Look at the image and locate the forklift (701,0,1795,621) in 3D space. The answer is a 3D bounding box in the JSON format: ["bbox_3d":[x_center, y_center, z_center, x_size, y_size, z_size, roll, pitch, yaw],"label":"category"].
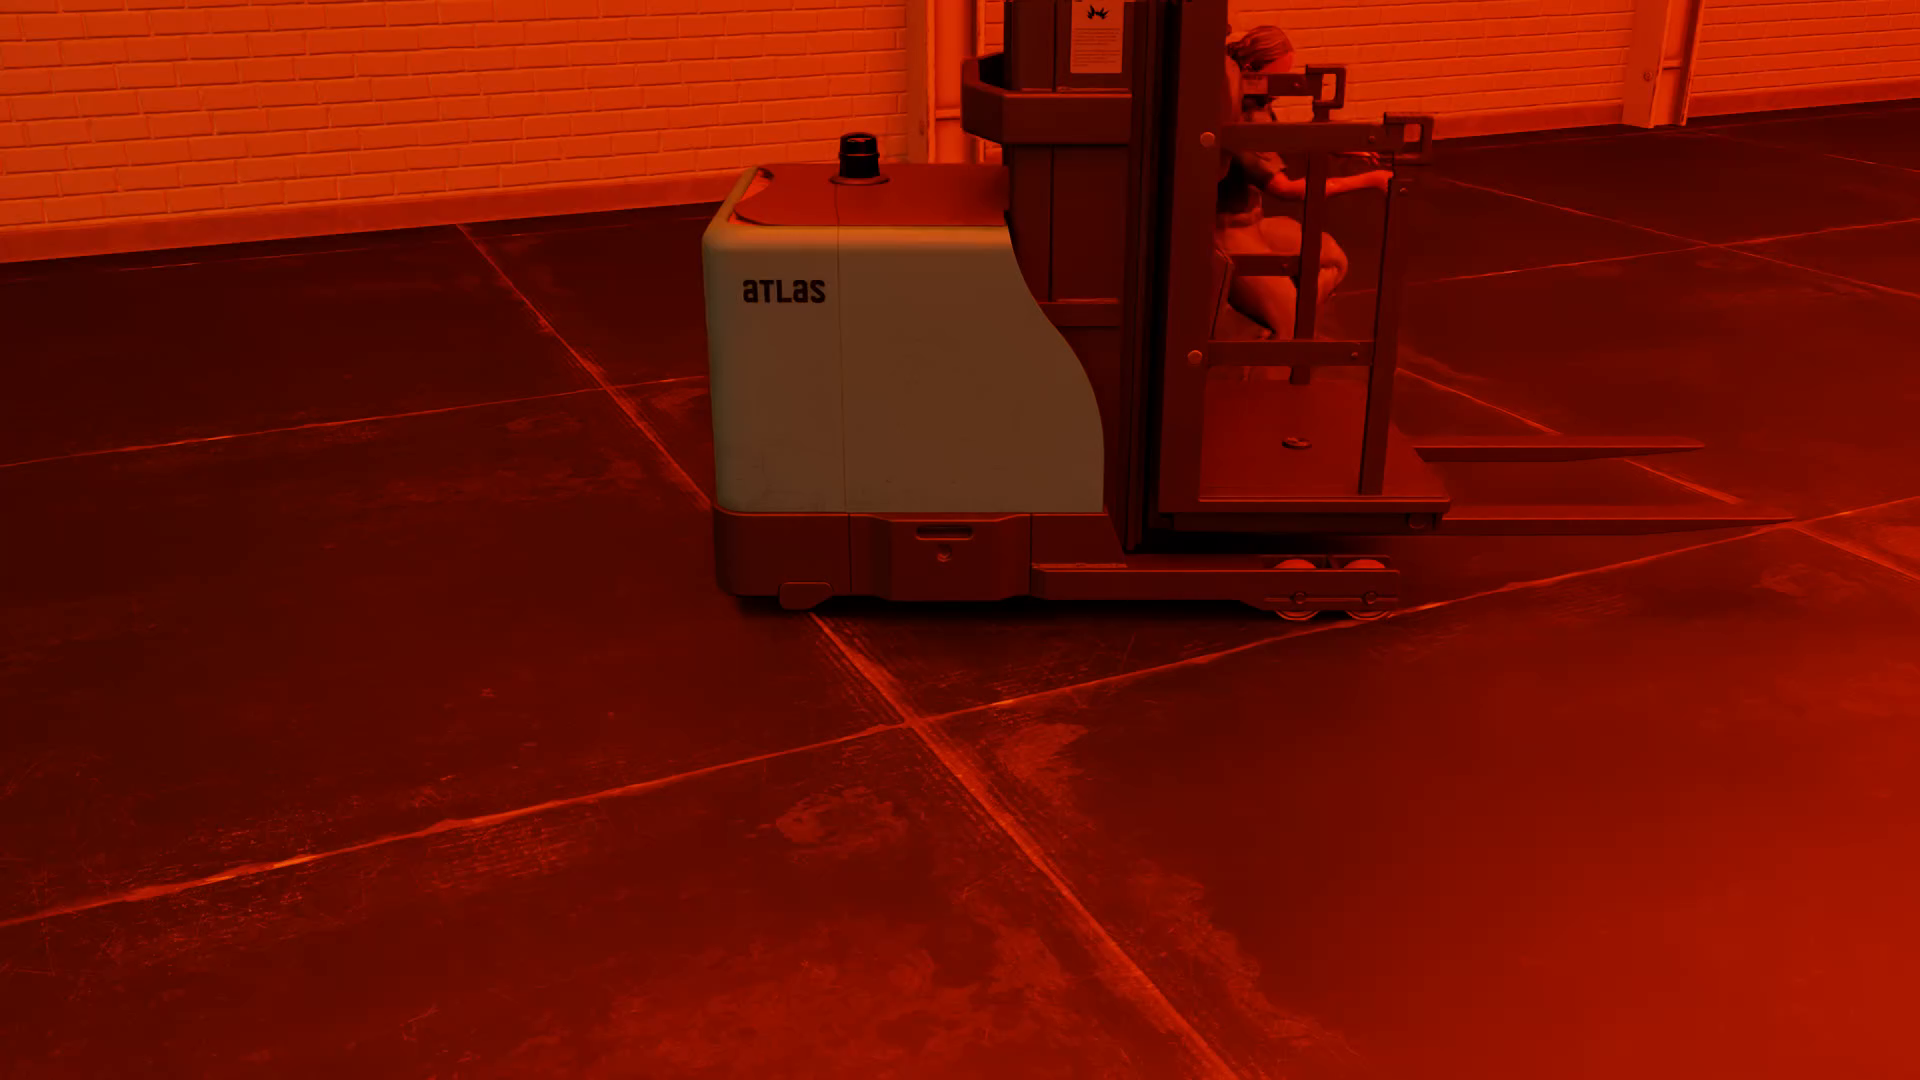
[{"bbox_3d":[0.836,-1.336,4.501,3.031,2.935,1.130,0,23,0],"label":"forklift"}]

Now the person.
[{"bbox_3d":[1.174,-1.055,5.780,0.735,1.413,0.863,8,24,19],"label":"person"}]
